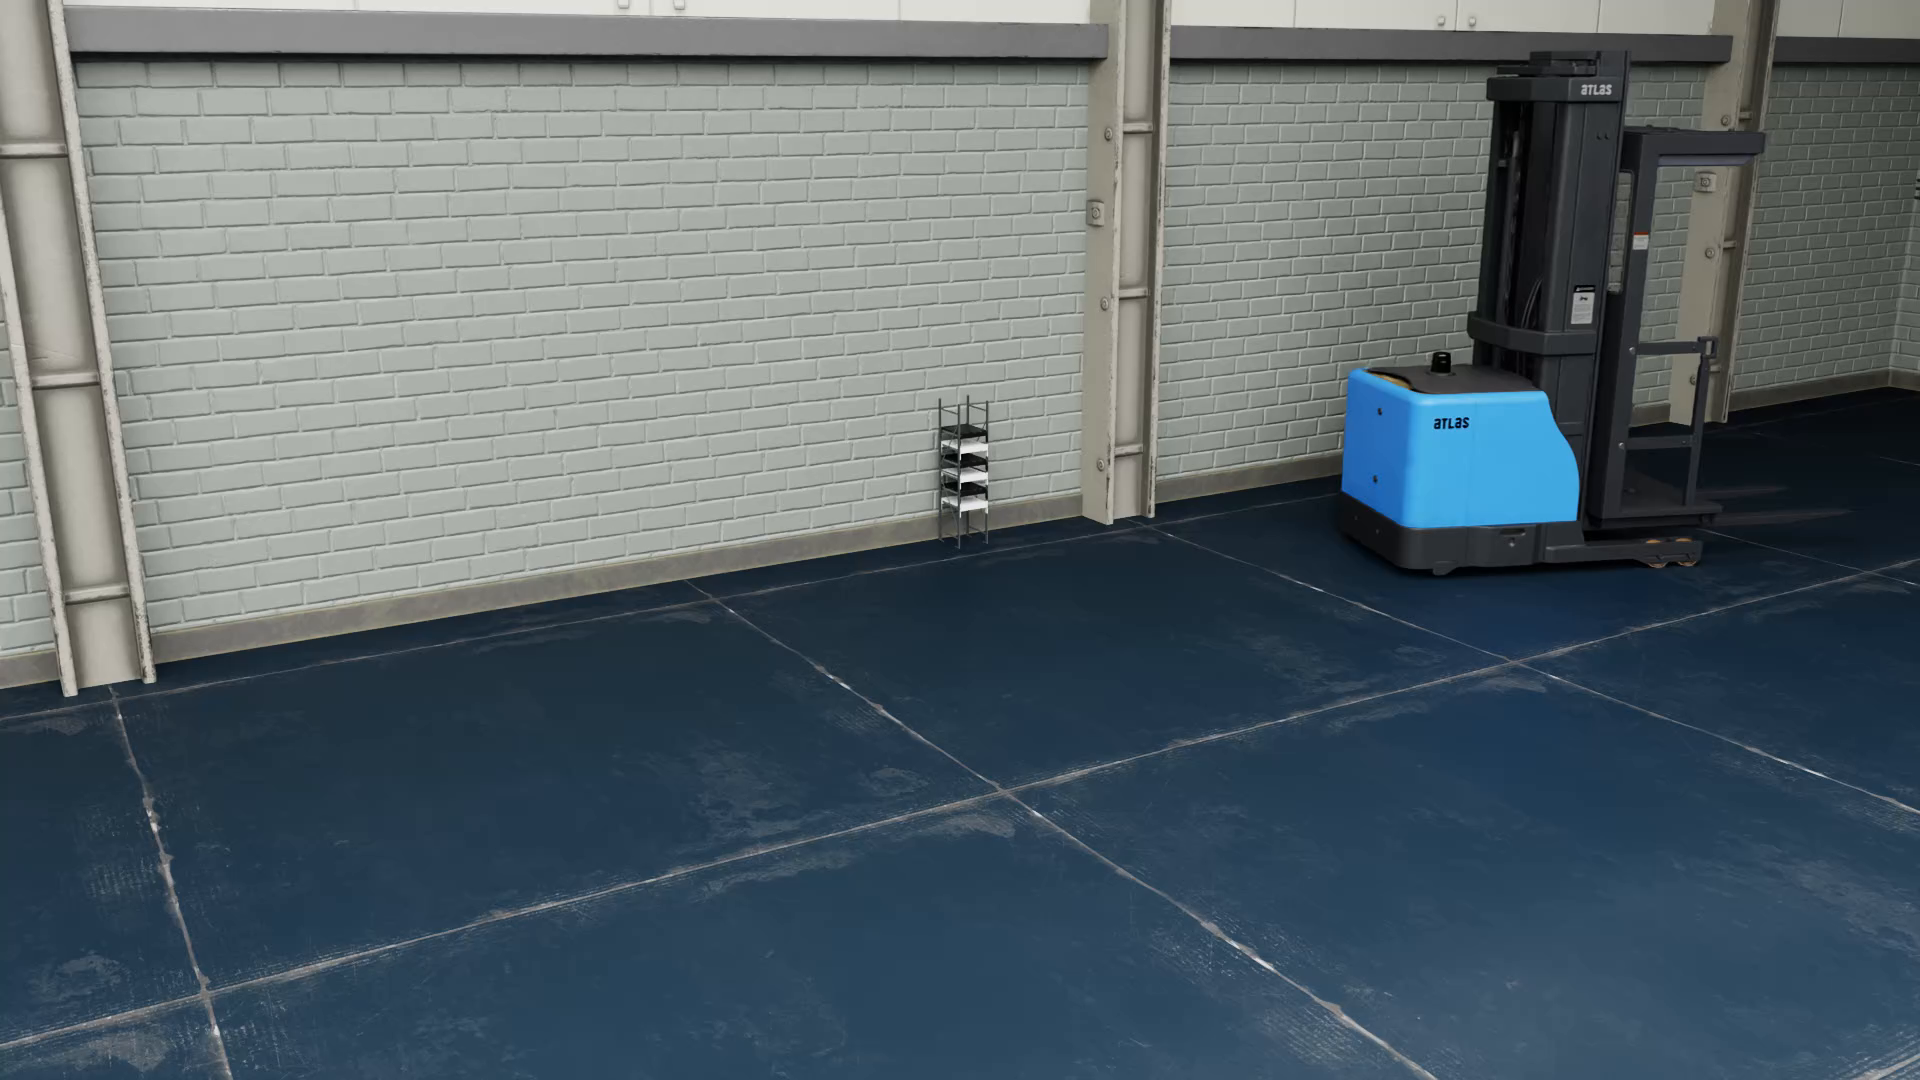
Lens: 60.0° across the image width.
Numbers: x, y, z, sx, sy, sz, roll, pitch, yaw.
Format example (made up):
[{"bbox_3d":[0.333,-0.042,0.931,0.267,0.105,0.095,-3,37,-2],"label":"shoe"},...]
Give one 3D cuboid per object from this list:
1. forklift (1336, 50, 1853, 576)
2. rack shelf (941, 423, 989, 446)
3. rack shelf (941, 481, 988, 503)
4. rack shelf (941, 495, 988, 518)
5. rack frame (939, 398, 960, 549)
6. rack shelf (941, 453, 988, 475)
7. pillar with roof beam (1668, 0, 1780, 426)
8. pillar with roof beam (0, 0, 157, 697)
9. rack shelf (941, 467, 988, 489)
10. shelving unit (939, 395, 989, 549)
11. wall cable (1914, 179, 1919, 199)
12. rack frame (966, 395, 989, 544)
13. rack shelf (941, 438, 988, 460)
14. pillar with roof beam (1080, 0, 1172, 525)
[{"bbox_3d":[3.930,-1.382,9.909,3.031,2.935,1.130,-3,16,-10],"label":"forklift"},{"bbox_3d":[0.021,-0.649,10.181,0.200,0.077,0.258,-10,18,-31],"label":"rack shelf"},{"bbox_3d":[0.021,-0.303,10.278,0.200,0.077,0.258,-10,18,-31],"label":"rack shelf"},{"bbox_3d":[0.021,-0.216,10.303,0.200,0.077,0.258,-10,18,-31],"label":"rack shelf"},{"bbox_3d":[-0.065,-0.407,10.193,0.006,0.900,0.240,-10,18,-31],"label":"rack frame"},{"bbox_3d":[0.021,-0.476,10.229,0.200,0.077,0.258,-10,18,-31],"label":"rack shelf"},{"bbox_3d":[8.400,-4.333,9.195,0.400,9.000,9.100,-9,18,-30],"label":"pillar with roof beam"},{"bbox_3d":[-1.887,-2.665,3.244,0.400,9.000,9.100,-9,18,-30],"label":"pillar with roof beam"},{"bbox_3d":[0.021,-0.389,10.254,0.200,0.077,0.258,-10,18,-31],"label":"rack shelf"},{"bbox_3d":[0.021,-0.421,10.245,0.210,0.900,0.258,-10,18,-31],"label":"shelving unit"},{"bbox_3d":[9.389,-3.937,13.537,0.112,2.526,3.097,-9,18,-30],"label":"wall cable"},{"bbox_3d":[0.107,-0.436,10.297,0.006,0.900,0.240,-10,18,-31],"label":"rack frame"},{"bbox_3d":[0.021,-0.562,10.205,0.200,0.077,0.258,-10,18,-31],"label":"rack shelf"},{"bbox_3d":[3.257,-3.499,6.220,0.400,9.000,9.100,-9,18,-30],"label":"pillar with roof beam"}]
